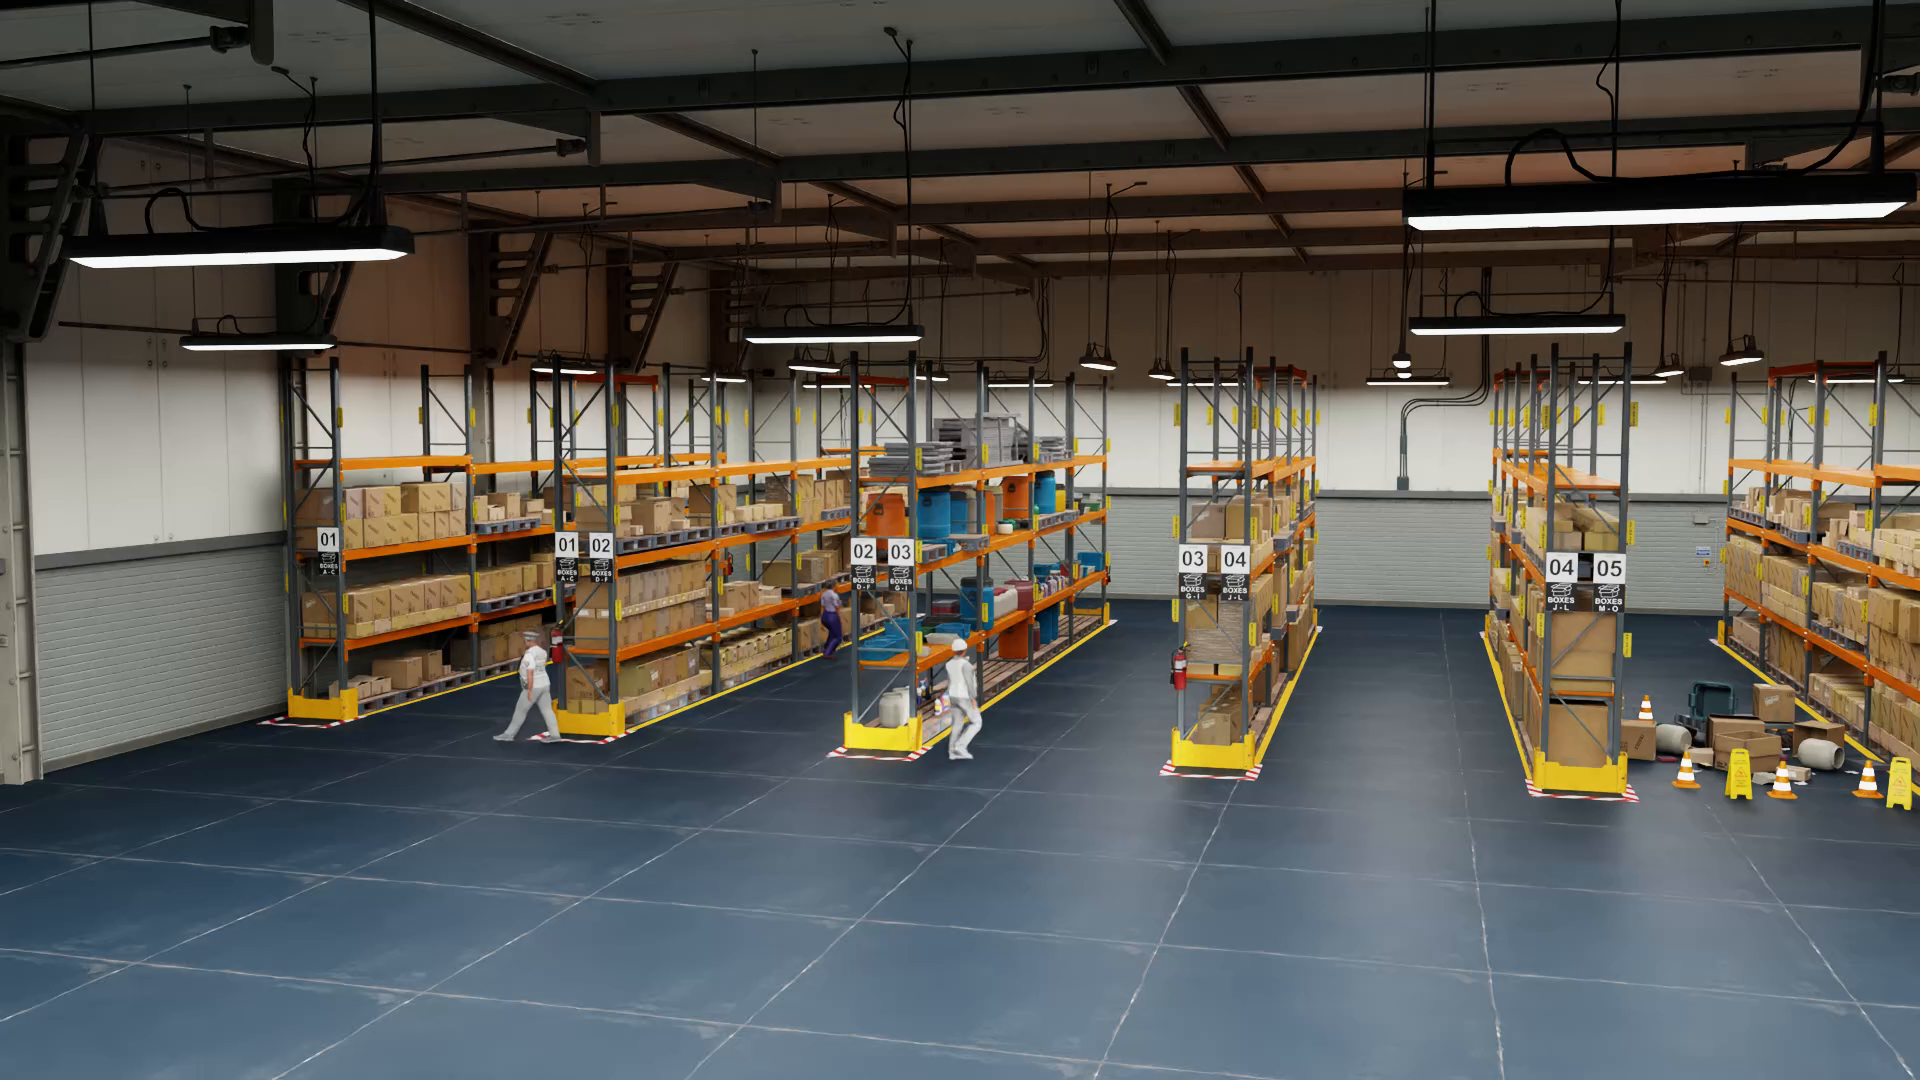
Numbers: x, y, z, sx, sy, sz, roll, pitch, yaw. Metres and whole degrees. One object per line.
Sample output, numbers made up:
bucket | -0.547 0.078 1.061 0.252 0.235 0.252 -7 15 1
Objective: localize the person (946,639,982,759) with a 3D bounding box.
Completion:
person | 0.021 2.324 24.388 0.464 1.755 0.647 -3 5 -35

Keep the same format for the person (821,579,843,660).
person | -2.563 1.606 32.849 0.691 1.457 0.596 -4 6 -44

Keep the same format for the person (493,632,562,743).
person | -6.612 2.255 25.520 0.998 1.700 0.570 2 5 21
